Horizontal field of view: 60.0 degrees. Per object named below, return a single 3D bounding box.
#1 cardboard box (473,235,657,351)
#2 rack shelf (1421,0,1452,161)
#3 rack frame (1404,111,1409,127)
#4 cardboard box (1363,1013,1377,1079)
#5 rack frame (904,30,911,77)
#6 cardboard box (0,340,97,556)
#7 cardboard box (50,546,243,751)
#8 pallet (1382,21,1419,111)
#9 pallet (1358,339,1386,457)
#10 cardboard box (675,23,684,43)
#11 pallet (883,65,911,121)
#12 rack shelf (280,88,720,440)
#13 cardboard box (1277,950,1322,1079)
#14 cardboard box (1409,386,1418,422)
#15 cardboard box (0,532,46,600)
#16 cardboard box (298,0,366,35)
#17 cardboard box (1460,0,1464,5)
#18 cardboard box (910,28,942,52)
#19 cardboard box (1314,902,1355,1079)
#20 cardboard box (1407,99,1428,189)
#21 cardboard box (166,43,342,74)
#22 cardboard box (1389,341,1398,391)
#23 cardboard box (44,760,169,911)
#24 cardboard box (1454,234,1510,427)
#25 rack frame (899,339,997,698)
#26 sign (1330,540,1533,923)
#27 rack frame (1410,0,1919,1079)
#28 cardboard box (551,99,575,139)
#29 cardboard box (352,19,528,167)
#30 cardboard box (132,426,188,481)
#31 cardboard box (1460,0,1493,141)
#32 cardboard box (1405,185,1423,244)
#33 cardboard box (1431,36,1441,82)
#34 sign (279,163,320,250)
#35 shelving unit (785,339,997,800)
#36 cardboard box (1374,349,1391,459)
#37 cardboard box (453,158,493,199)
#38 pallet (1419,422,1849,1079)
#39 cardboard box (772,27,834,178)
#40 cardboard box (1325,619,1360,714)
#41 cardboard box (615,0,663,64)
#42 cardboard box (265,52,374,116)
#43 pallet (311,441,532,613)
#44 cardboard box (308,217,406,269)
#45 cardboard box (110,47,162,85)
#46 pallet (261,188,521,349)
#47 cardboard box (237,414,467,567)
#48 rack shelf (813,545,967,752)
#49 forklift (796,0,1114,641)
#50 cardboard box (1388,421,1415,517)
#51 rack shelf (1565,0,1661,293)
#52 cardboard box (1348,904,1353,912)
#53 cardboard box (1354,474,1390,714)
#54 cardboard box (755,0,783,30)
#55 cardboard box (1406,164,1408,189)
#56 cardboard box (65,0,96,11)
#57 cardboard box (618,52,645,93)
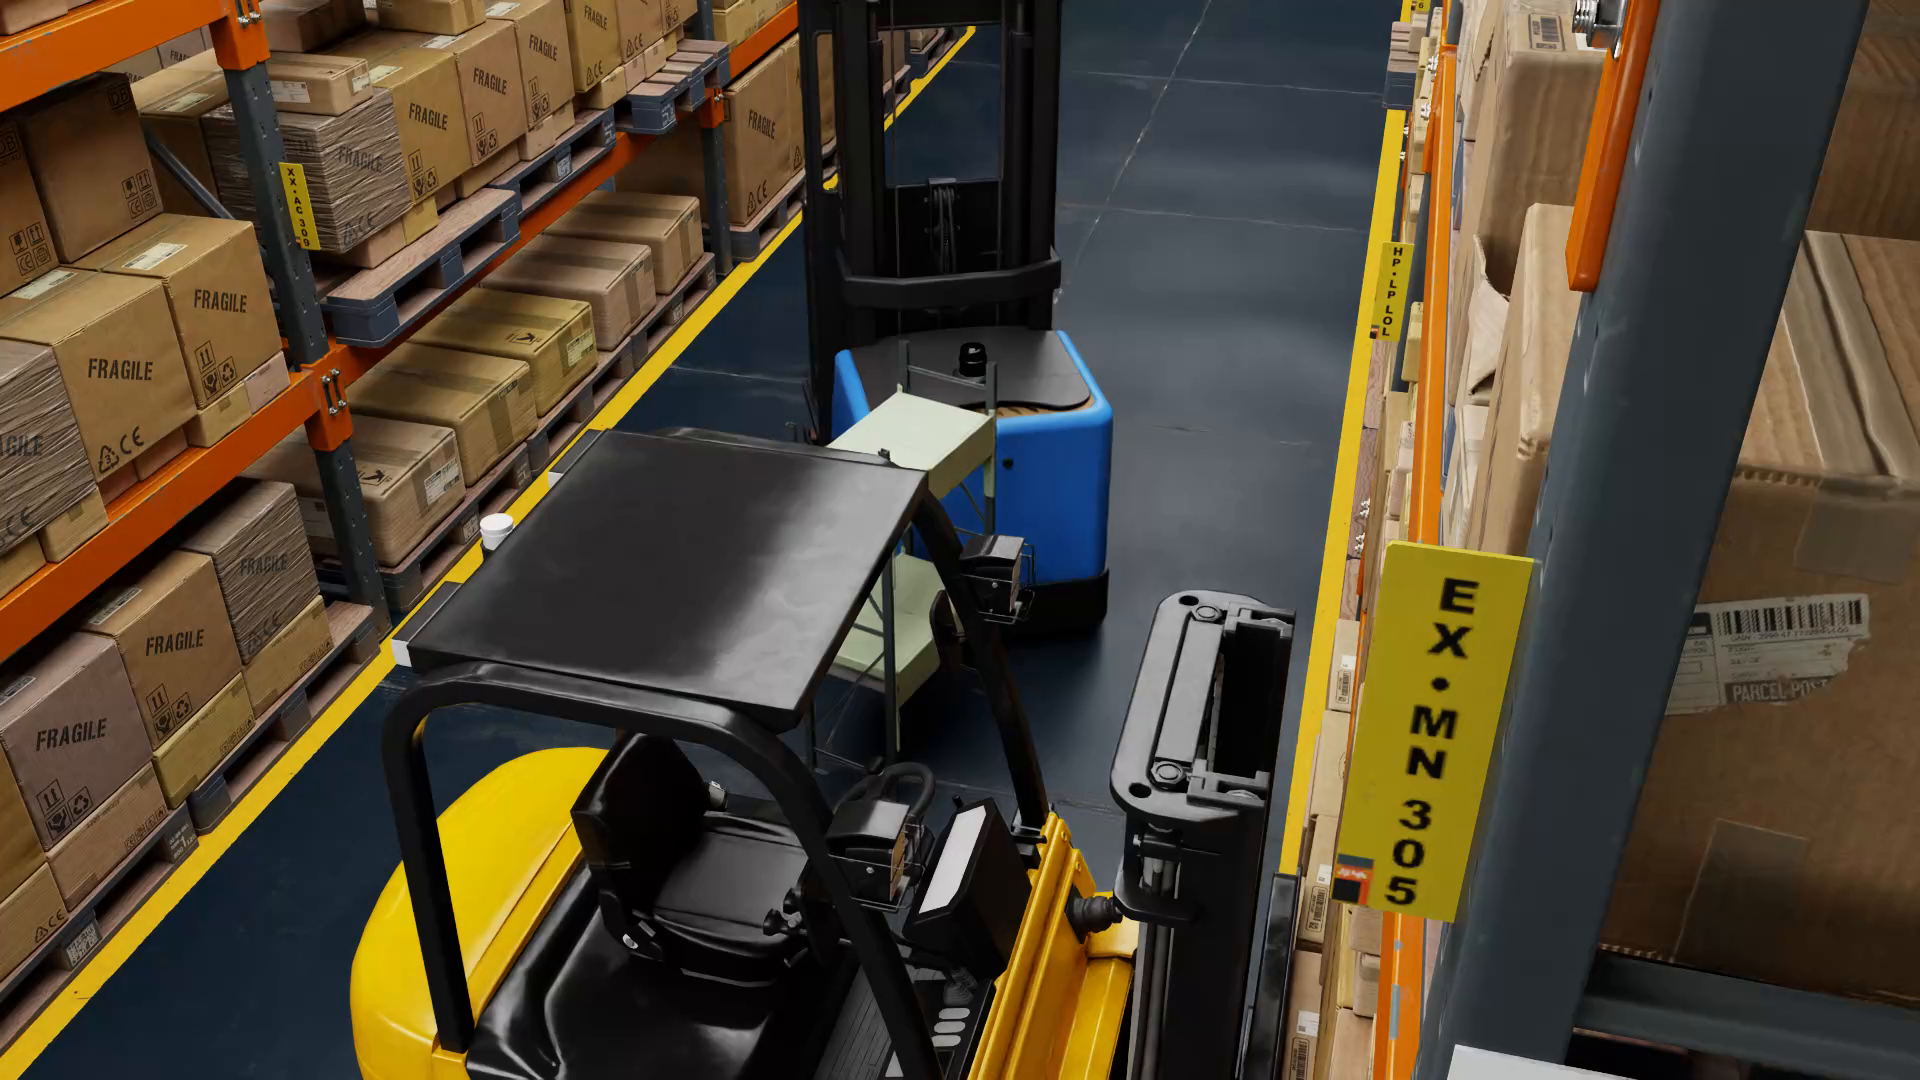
[{"bbox_3d":[-2.251,-1.386,9.192,0.950,0.372,0.625,7,33,11],"label":"cardboard box"},{"bbox_3d":[2.376,-2.244,6.358,1.077,0.370,4.000,8,33,12],"label":"rack shelf"},{"bbox_3d":[3.899,-4.395,11.868,1.000,3.000,0.127,8,33,12],"label":"rack frame"},{"bbox_3d":[0.813,0.904,2.557,0.380,0.149,0.250,9,33,13],"label":"cardboard box"},{"bbox_3d":[-0.904,-5.069,12.928,1.000,3.000,0.127,8,33,12],"label":"rack frame"},{"bbox_3d":[-3.057,-0.283,5.029,0.500,0.500,0.500,9,34,14],"label":"cardboard box"},{"bbox_3d":[-2.952,0.357,5.865,0.500,0.500,0.500,9,33,13],"label":"cardboard box"},{"bbox_3d":[2.988,-2.600,9.222,1.213,0.211,1.003,8,33,12],"label":"pallet"},{"bbox_3d":[2.637,-0.721,8.687,1.003,0.211,1.213,8,33,12],"label":"pallet"},{"bbox_3d":[-1.774,-2.862,9.299,0.380,0.149,0.250,9,34,14],"label":"cardboard box"},{"bbox_3d":[-1.026,-3.482,13.030,1.003,0.211,1.213,8,33,12],"label":"pallet"},{"bbox_3d":[-2.426,-1.652,8.223,1.077,0.370,4.000,8,33,12],"label":"rack shelf"},{"bbox_3d":[1.047,1.321,4.116,0.500,0.250,0.500,7,33,11],"label":"cardboard box"},{"bbox_3d":[1.469,-0.295,4.721,0.380,0.149,0.250,9,33,14],"label":"cardboard box"},{"bbox_3d":[-3.069,0.053,5.105,0.380,0.149,0.250,7,33,12],"label":"cardboard box"},{"bbox_3d":[-2.826,-2.311,7.223,0.380,0.149,0.250,7,33,10],"label":"cardboard box"},{"bbox_3d":[1.461,-1.431,4.159,0.380,0.149,0.250,9,33,13],"label":"cardboard box"},{"bbox_3d":[-0.640,-4.476,13.992,0.875,0.438,0.875,8,33,12],"label":"cardboard box"},{"bbox_3d":[0.994,0.965,3.343,0.500,0.500,0.500,7,33,11],"label":"cardboard box"},{"bbox_3d":[2.256,-1.741,7.367,0.500,0.250,0.500,7,33,11],"label":"cardboard box"},{"bbox_3d":[-2.914,-1.791,7.009,0.500,0.500,0.500,8,33,13],"label":"cardboard box"},{"bbox_3d":[1.746,-0.681,5.699,0.500,0.250,0.500,7,33,11],"label":"cardboard box"},{"bbox_3d":[-3.083,0.950,5.631,0.500,0.250,0.500,9,33,13],"label":"cardboard box"},{"bbox_3d":[0.834,-0.200,2.113,0.396,0.266,0.258,8,33,13],"label":"cardboard box"},{"bbox_3d":[-0.046,-0.048,6.427,0.400,1.500,0.023,17,36,25],"label":"rack frame"},{"bbox_3d":[0.332,0.145,1.179,0.100,0.325,0.005,8,33,12],"label":"sign"},{"bbox_3d":[0.850,-0.700,0.464,0.949,2.616,0.053,8,33,12],"label":"rack frame"},{"bbox_3d":[-2.091,-2.048,8.018,0.380,0.149,0.250,7,33,11],"label":"cardboard box"},{"bbox_3d":[-2.272,-1.981,7.309,0.500,0.500,0.500,8,33,12],"label":"cardboard box"},{"bbox_3d":[-2.919,-0.348,5.736,0.380,0.149,0.250,8,33,13],"label":"cardboard box"},{"bbox_3d":[1.198,-0.943,3.283,0.396,0.266,0.258,7,33,11],"label":"cardboard box"},{"bbox_3d":[1.840,-1.178,6.109,0.380,0.149,0.250,7,33,11],"label":"cardboard box"},{"bbox_3d":[2.411,-2.235,7.771,0.380,0.149,0.250,9,34,14],"label":"cardboard box"},{"bbox_3d":[-2.407,-1.213,6.055,0.100,0.325,0.005,8,33,12],"label":"sign"},{"bbox_3d":[-0.226,0.123,6.158,0.431,1.500,0.755,17,36,25],"label":"shelving unit"},{"bbox_3d":[1.743,-0.478,5.845,0.500,0.250,0.500,9,33,13],"label":"cardboard box"},{"bbox_3d":[-2.312,-1.646,7.386,0.380,0.149,0.250,9,33,13],"label":"cardboard box"},{"bbox_3d":[1.058,0.240,1.863,1.003,0.211,1.213,8,33,12],"label":"pallet"},{"bbox_3d":[-1.433,-3.083,11.393,0.875,0.875,0.875,8,33,13],"label":"cardboard box"},{"bbox_3d":[1.442,0.526,5.367,0.500,0.250,0.500,8,33,12],"label":"cardboard box"},{"bbox_3d":[-1.886,-2.795,8.588,0.500,0.500,0.500,7,33,12],"label":"cardboard box"},{"bbox_3d":[-2.472,-1.732,6.312,0.380,0.149,0.250,8,33,12],"label":"cardboard box"},{"bbox_3d":[-2.738,-0.145,7.781,1.003,0.211,1.213,8,33,12],"label":"pallet"},{"bbox_3d":[-2.488,-1.233,6.736,0.380,0.149,0.250,8,33,13],"label":"cardboard box"},{"bbox_3d":[-6.182,-3.331,12.132,0.500,0.500,0.500,8,33,13],"label":"cardboard box"},{"bbox_3d":[-2.599,-1.213,7.042,1.003,0.211,1.213,8,33,12],"label":"pallet"},{"bbox_3d":[-2.803,-0.258,7.418,0.950,0.372,0.625,8,33,13],"label":"cardboard box"},{"bbox_3d":[-0.226,0.398,6.333,0.431,0.370,0.720,17,36,25],"label":"rack shelf"},{"bbox_3d":[-0.172,-1.562,7.476,1.130,2.935,3.031,-6,33,-10],"label":"forklift"},{"bbox_3d":[1.301,-0.159,4.229,0.380,0.149,0.250,9,33,13],"label":"cardboard box"},{"bbox_3d":[1.361,-1.265,2.396,1.077,0.370,4.000,8,33,12],"label":"rack shelf"},{"bbox_3d":[0.972,0.629,3.267,0.380,0.149,0.250,8,33,13],"label":"cardboard box"},{"bbox_3d":[1.387,0.181,4.576,0.500,0.500,0.500,9,33,13],"label":"cardboard box"},{"bbox_3d":[-1.438,-3.419,10.471,0.500,0.250,0.500,7,33,11],"label":"cardboard box"},{"bbox_3d":[2.402,-1.799,7.923,0.500,0.250,0.500,7,33,11],"label":"cardboard box"},{"bbox_3d":[-2.868,-1.753,5.150,0.380,0.149,0.250,8,33,13],"label":"cardboard box"},{"bbox_3d":[-1.865,-2.447,8.646,0.380,0.149,0.250,6,33,10],"label":"cardboard box"}]
